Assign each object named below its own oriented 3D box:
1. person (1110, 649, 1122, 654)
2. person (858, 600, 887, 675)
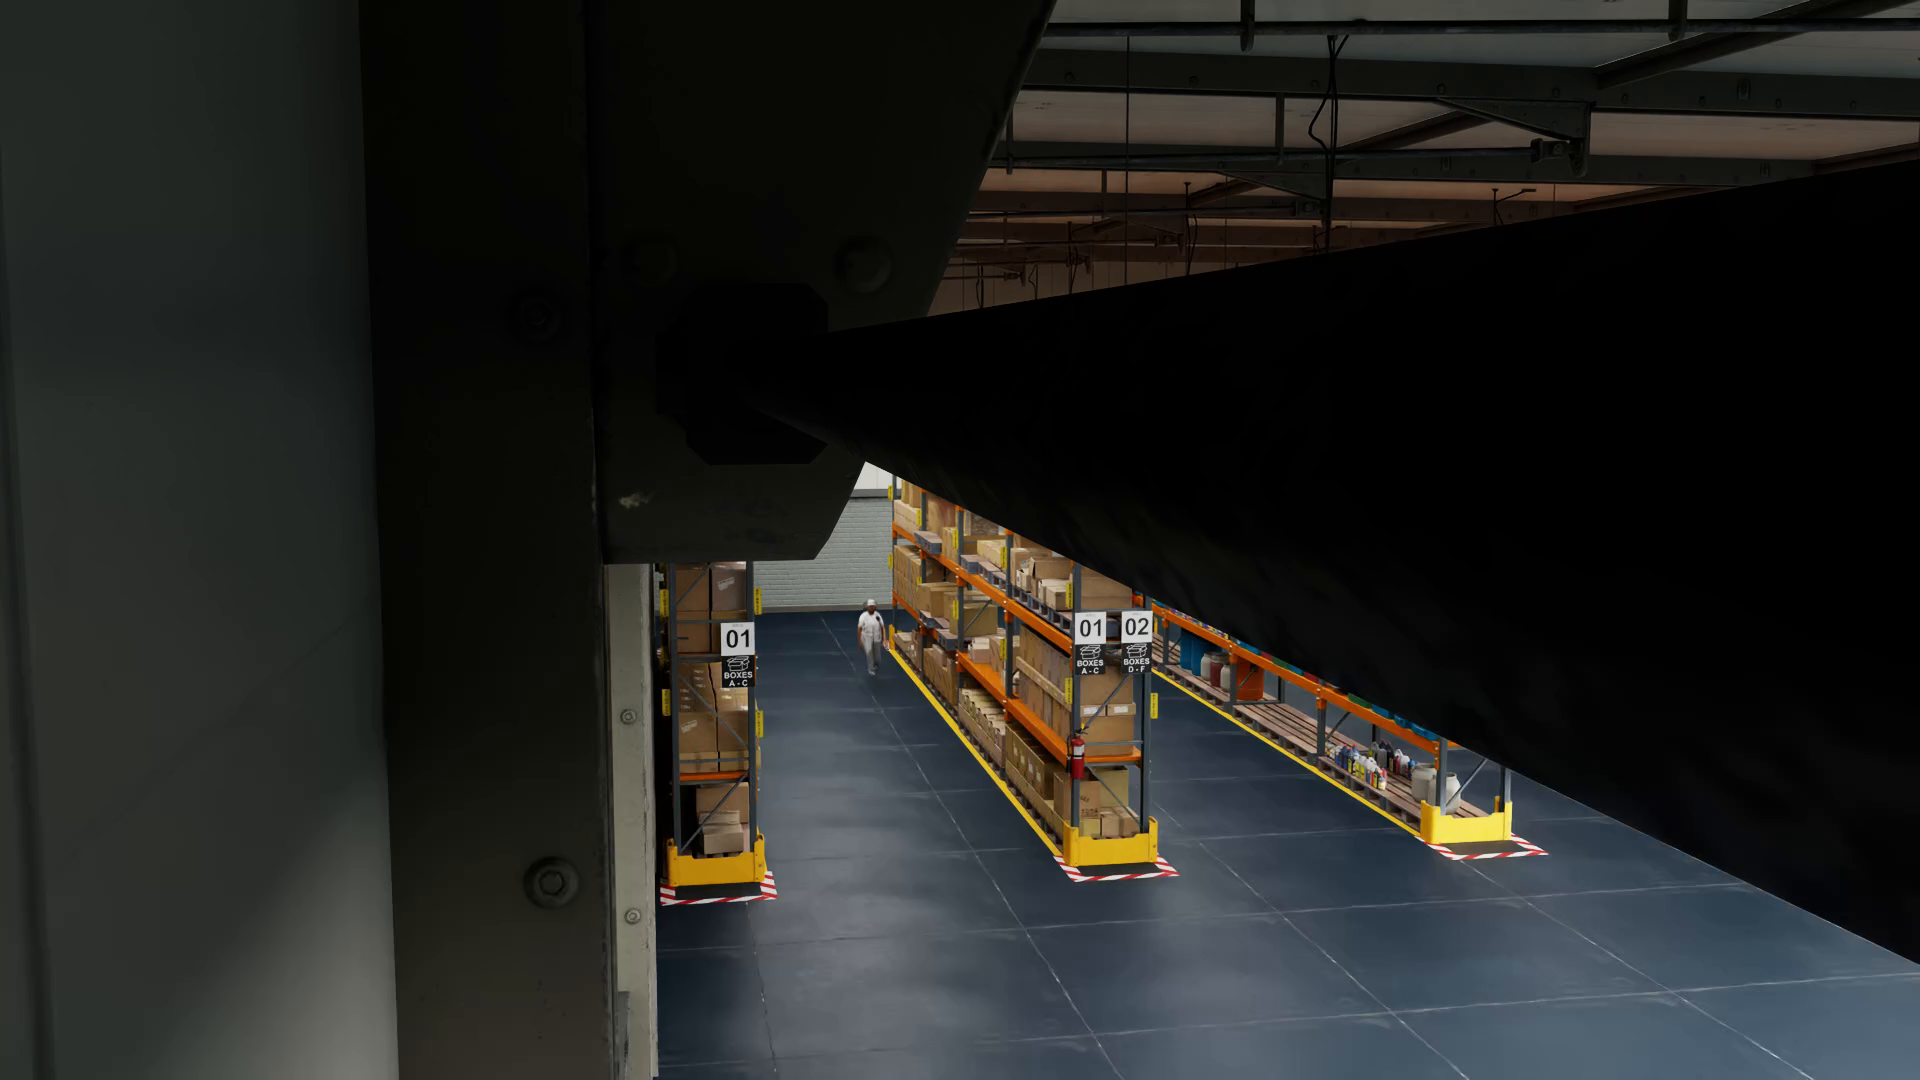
[{"bbox_3d":[3.362,1.604,35.791,0.476,1.726,0.579,4,7,32],"label":"person"},{"bbox_3d":[-1.707,1.873,32.251,0.533,1.434,1.036,-1,6,-13],"label":"person"}]
